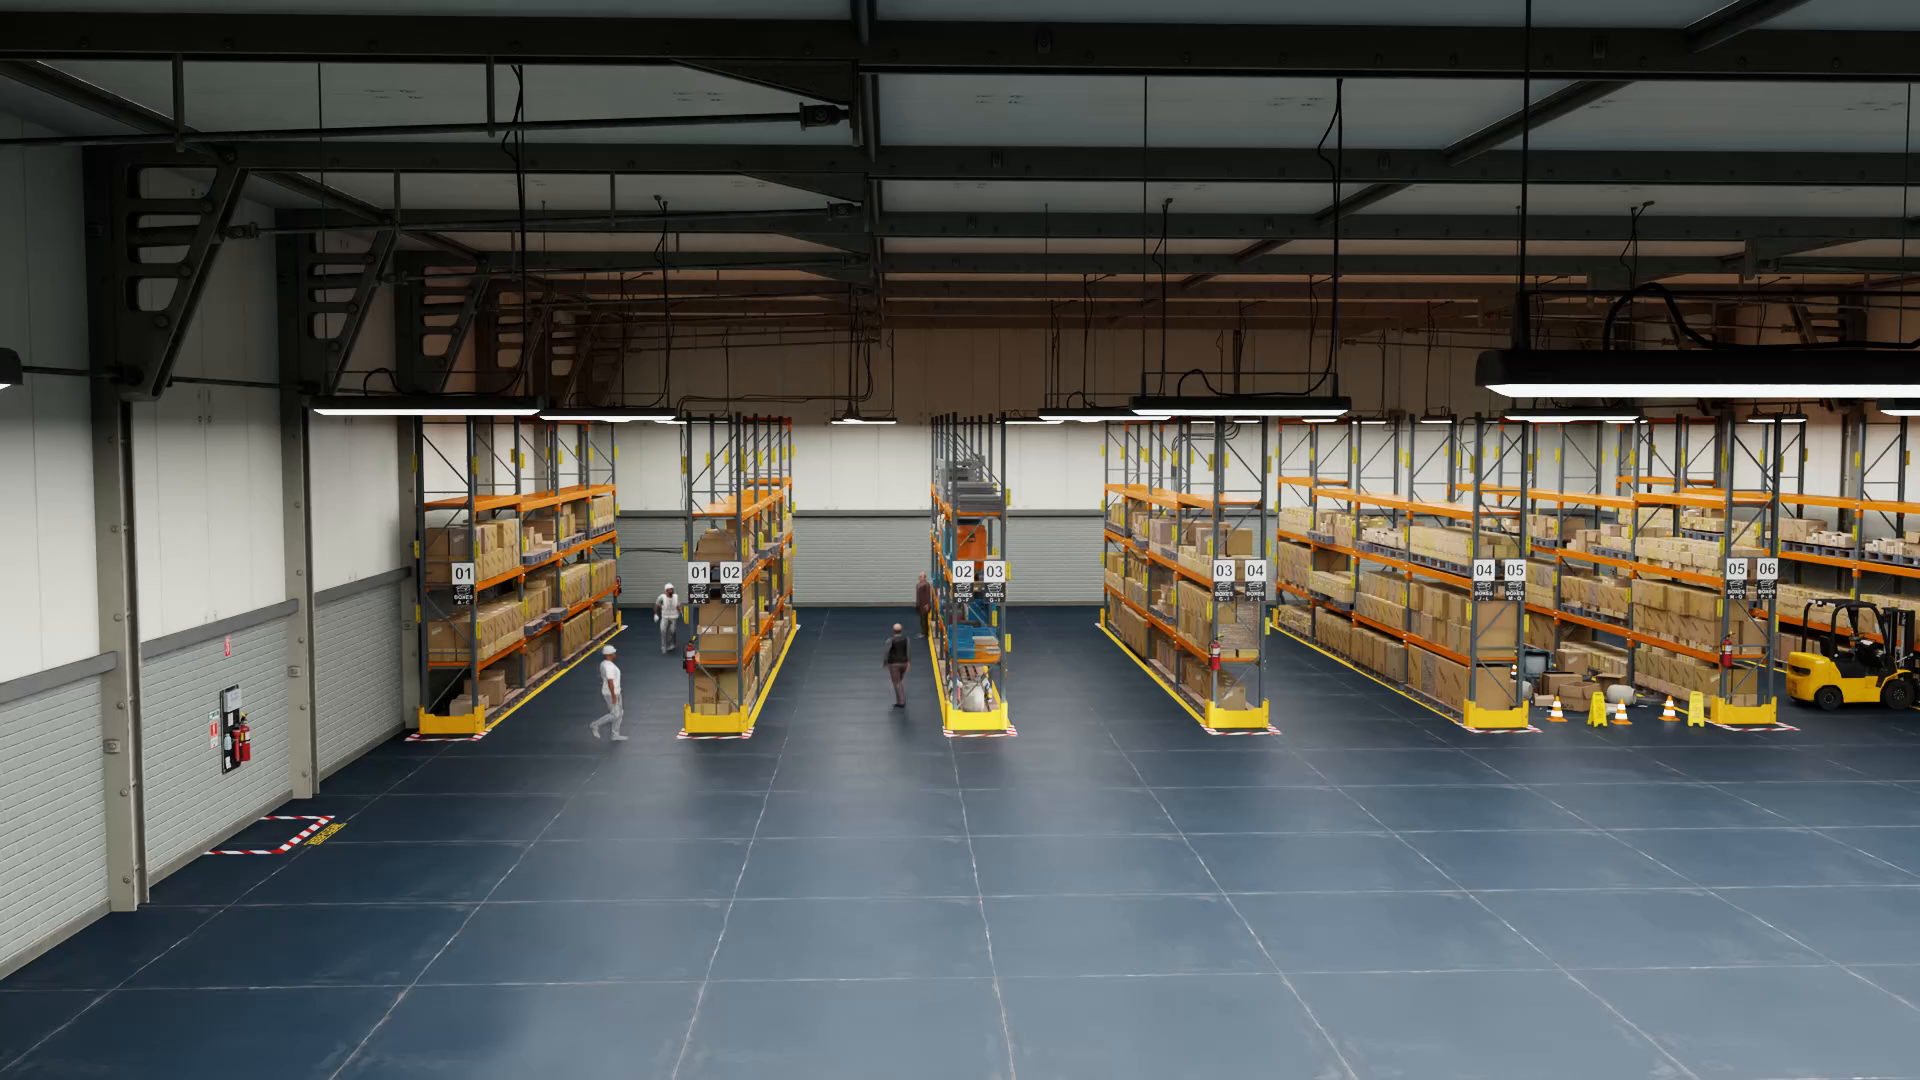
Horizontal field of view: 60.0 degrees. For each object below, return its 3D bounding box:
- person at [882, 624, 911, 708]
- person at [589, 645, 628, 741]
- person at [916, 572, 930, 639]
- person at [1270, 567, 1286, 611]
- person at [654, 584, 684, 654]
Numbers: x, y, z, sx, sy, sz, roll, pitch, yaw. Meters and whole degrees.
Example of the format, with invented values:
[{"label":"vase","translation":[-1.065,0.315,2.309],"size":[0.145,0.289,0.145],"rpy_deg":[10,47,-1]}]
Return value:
[{"label":"person","translation":[-1.294,2.585,33.875],"size":[0.547,1.785,0.554],"rpy_deg":[-3,5,-40]},{"label":"person","translation":[-6.379,2.785,30.181],"size":[0.637,1.749,0.559],"rpy_deg":[0,4,5]},{"label":"person","translation":[-1.025,1.759,45.062],"size":[0.445,1.788,0.674],"rpy_deg":[-2,4,-29]},{"label":"person","translation":[9.937,1.444,51.911],"size":[0.598,1.522,0.422],"rpy_deg":[-1,4,-20]},{"label":"person","translation":[-7.386,2.008,42.316],"size":[0.780,1.809,0.878],"rpy_deg":[0,4,1]}]
